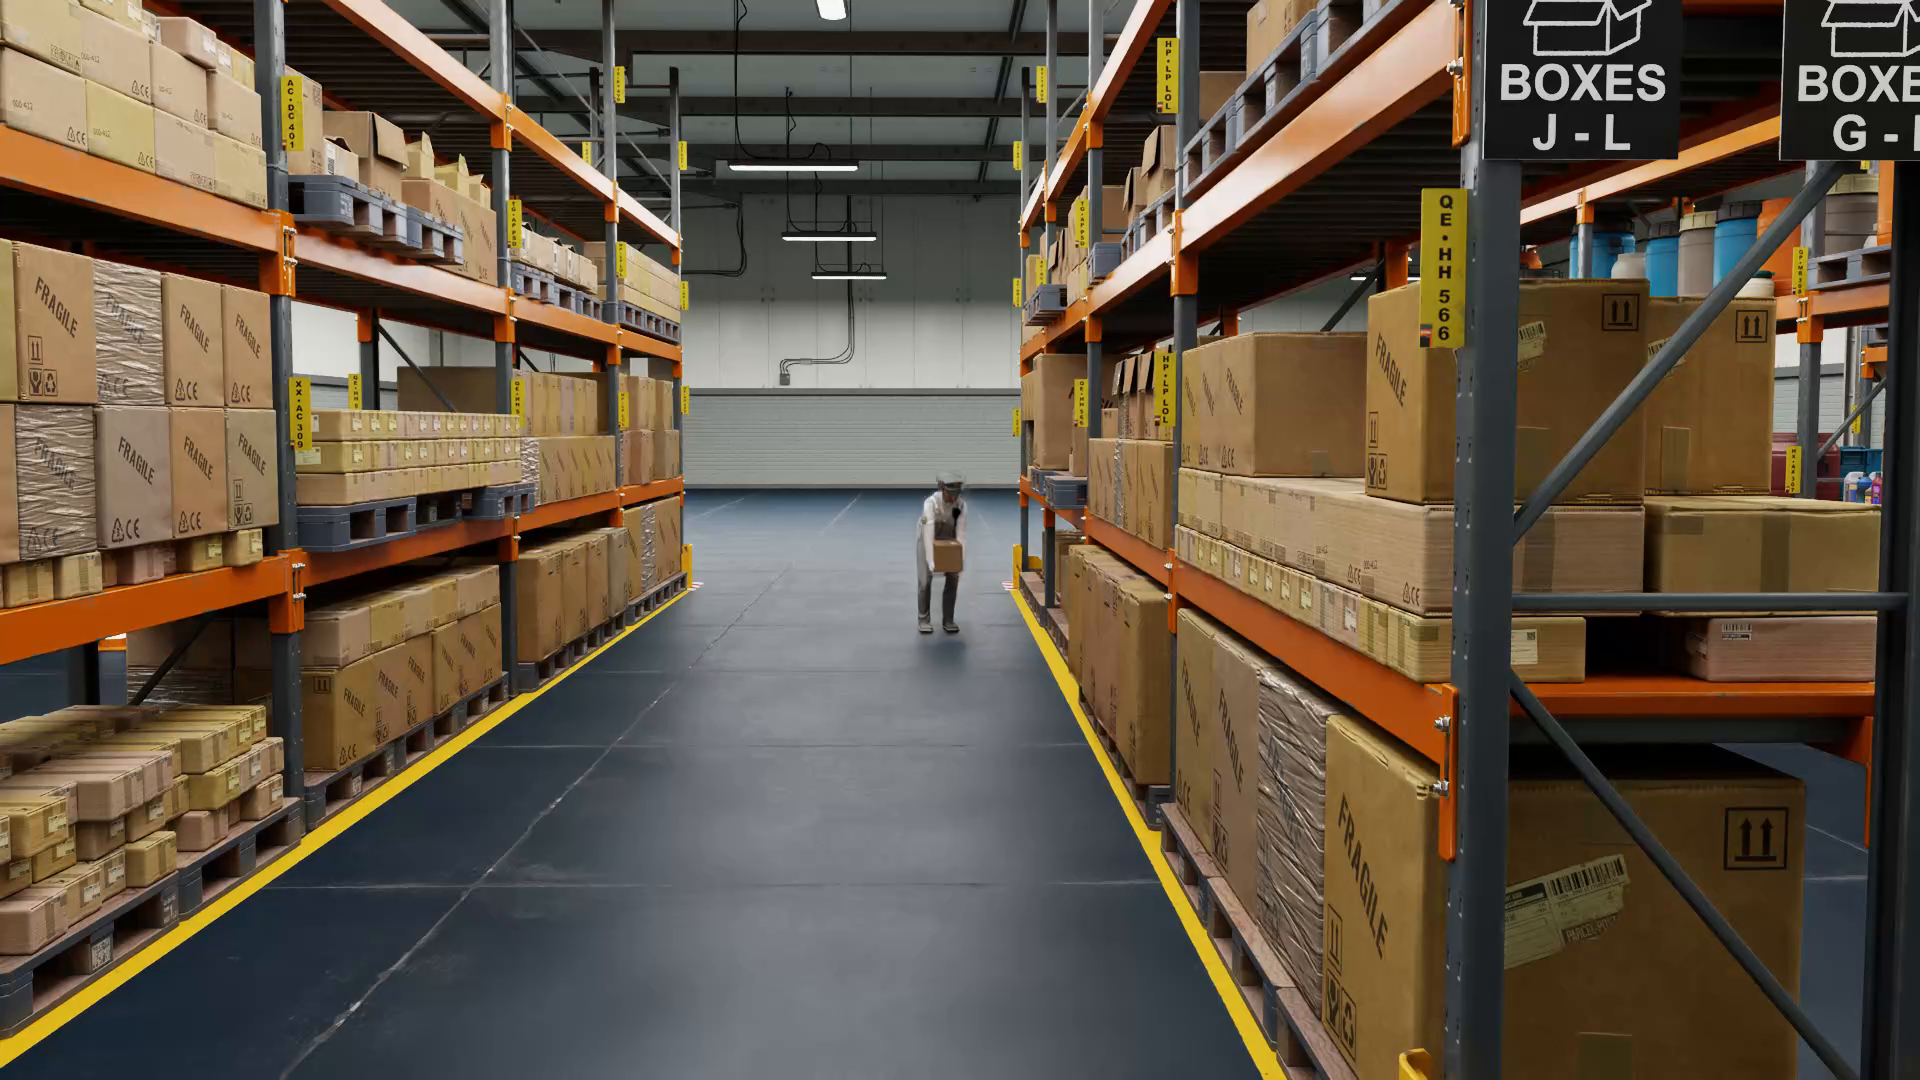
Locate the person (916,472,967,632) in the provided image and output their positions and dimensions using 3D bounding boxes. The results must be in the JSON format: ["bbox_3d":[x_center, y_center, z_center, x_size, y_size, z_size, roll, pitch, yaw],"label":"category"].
[{"bbox_3d":[-0.151,0.115,15.202,0.409,1.482,0.759,-1,4,-16],"label":"person"}]
